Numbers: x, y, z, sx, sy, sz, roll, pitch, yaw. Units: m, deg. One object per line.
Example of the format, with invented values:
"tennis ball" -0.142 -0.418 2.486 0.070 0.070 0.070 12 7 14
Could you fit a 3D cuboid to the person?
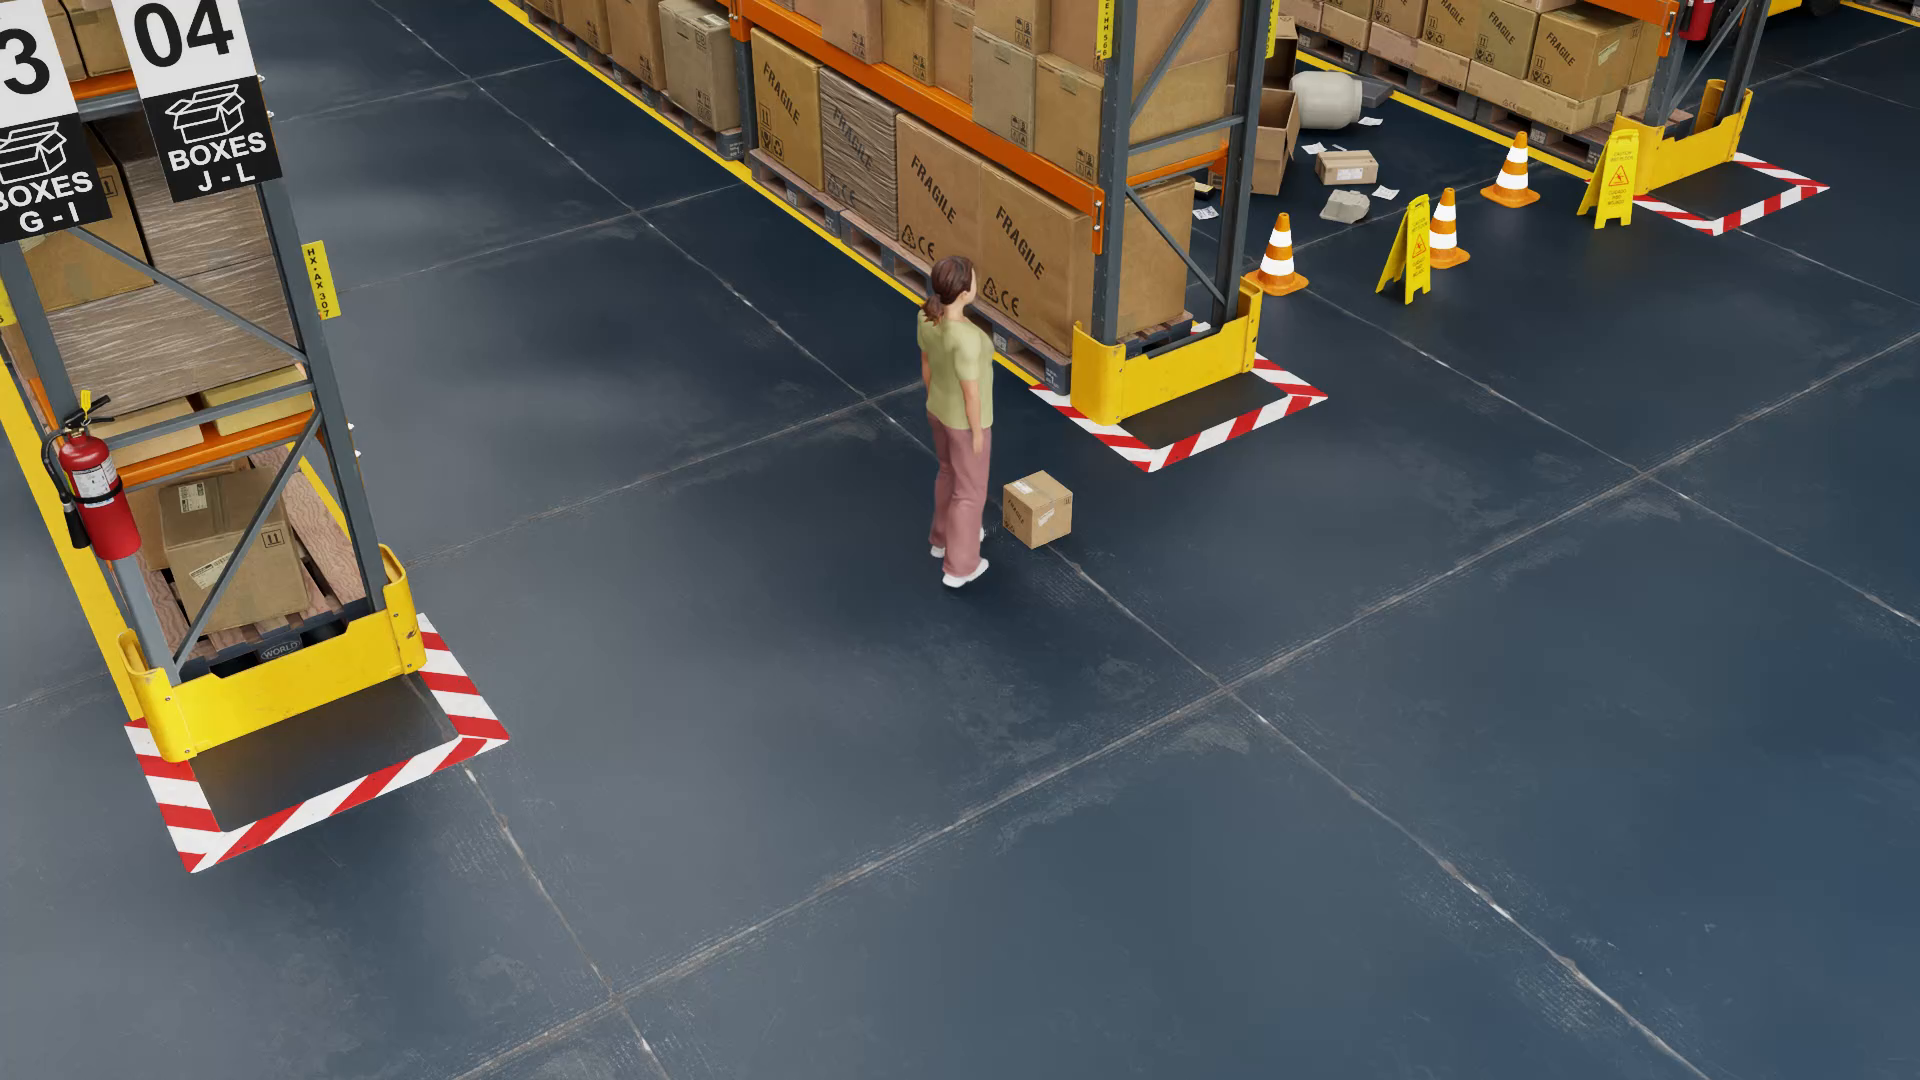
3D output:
"person" 0.000 -0.561 7.792 0.405 1.698 0.442 -21 42 -26
